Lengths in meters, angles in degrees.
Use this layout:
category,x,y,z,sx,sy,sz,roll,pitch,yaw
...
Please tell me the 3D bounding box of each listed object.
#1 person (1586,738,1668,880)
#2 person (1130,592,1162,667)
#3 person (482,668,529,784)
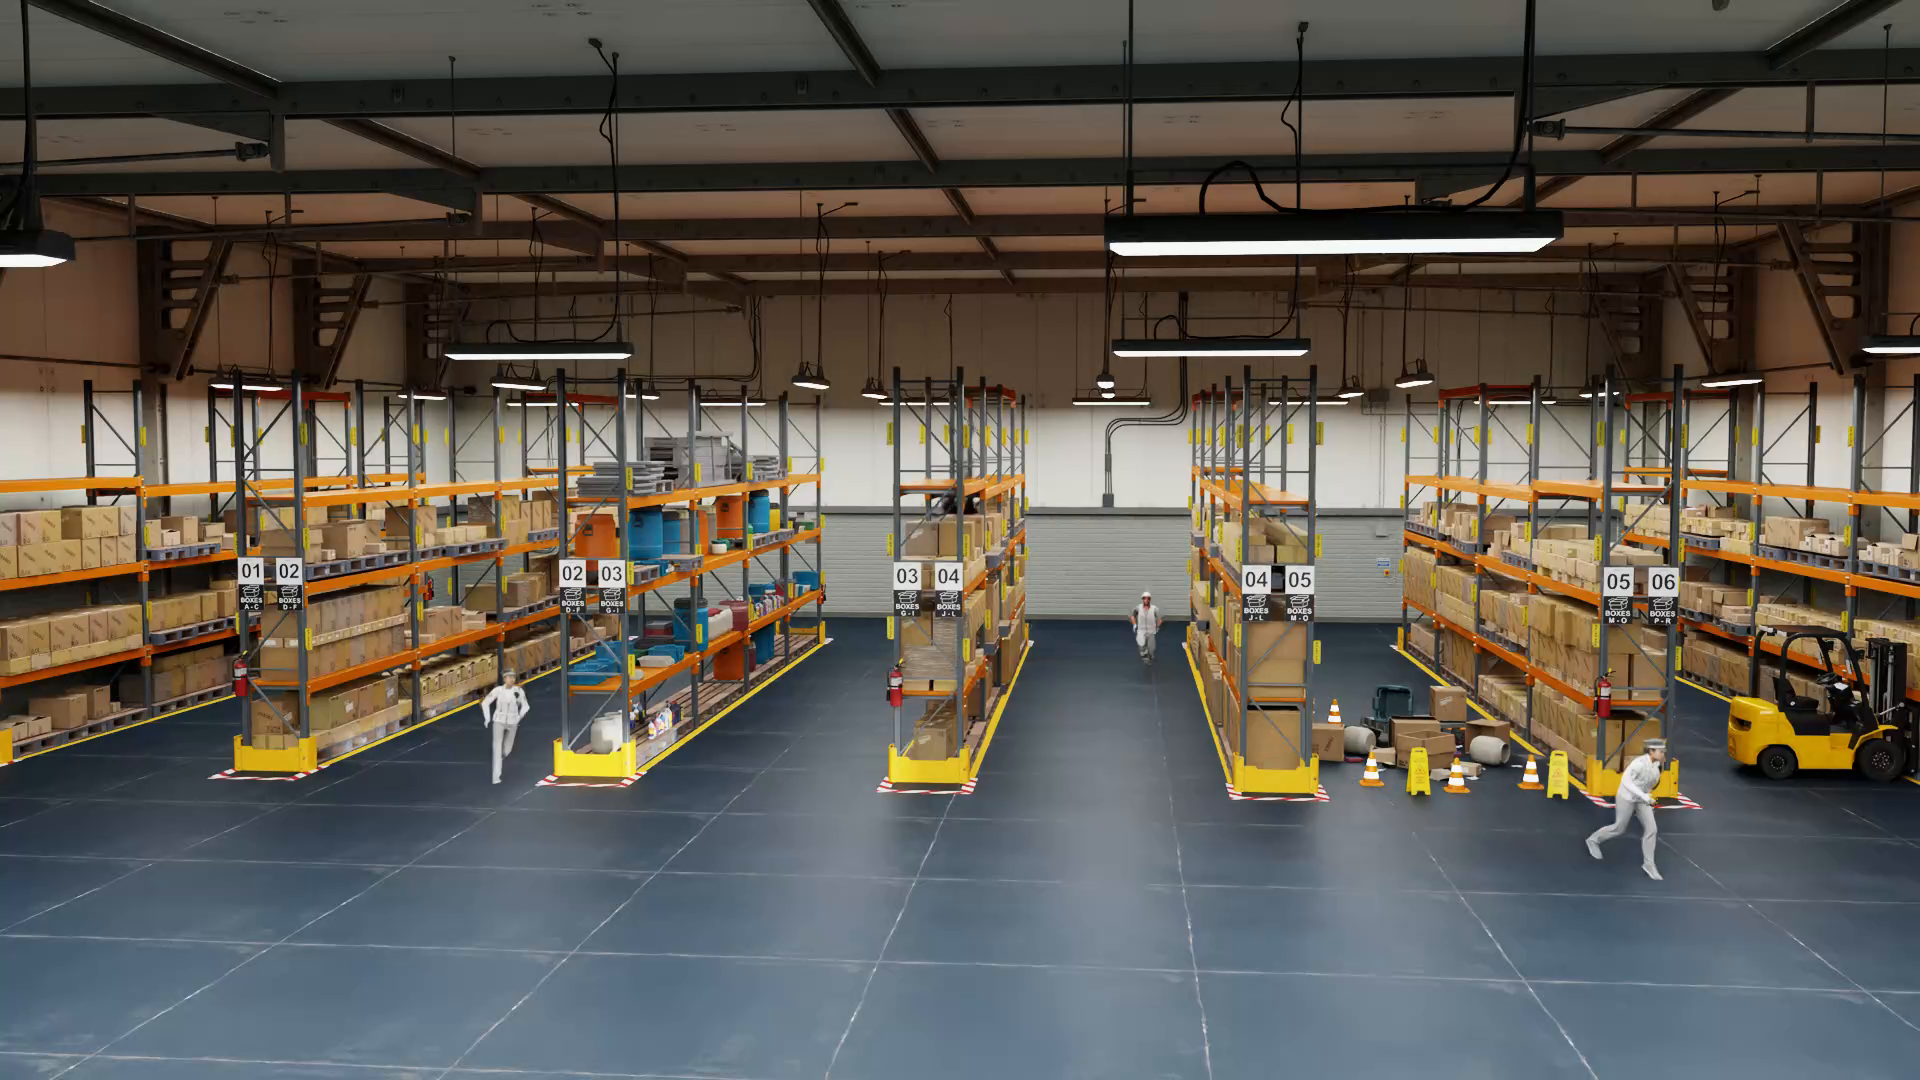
category,x,y,z,sx,sy,sz,roll,pitch,yaw
person,7.689,3.037,19.173,0.655,1.625,0.978,-3,5,-39
person,3.888,1.893,34.760,0.655,1.621,0.916,0,4,7
person,-6.614,2.676,24.227,0.666,1.631,0.762,-1,4,-21
